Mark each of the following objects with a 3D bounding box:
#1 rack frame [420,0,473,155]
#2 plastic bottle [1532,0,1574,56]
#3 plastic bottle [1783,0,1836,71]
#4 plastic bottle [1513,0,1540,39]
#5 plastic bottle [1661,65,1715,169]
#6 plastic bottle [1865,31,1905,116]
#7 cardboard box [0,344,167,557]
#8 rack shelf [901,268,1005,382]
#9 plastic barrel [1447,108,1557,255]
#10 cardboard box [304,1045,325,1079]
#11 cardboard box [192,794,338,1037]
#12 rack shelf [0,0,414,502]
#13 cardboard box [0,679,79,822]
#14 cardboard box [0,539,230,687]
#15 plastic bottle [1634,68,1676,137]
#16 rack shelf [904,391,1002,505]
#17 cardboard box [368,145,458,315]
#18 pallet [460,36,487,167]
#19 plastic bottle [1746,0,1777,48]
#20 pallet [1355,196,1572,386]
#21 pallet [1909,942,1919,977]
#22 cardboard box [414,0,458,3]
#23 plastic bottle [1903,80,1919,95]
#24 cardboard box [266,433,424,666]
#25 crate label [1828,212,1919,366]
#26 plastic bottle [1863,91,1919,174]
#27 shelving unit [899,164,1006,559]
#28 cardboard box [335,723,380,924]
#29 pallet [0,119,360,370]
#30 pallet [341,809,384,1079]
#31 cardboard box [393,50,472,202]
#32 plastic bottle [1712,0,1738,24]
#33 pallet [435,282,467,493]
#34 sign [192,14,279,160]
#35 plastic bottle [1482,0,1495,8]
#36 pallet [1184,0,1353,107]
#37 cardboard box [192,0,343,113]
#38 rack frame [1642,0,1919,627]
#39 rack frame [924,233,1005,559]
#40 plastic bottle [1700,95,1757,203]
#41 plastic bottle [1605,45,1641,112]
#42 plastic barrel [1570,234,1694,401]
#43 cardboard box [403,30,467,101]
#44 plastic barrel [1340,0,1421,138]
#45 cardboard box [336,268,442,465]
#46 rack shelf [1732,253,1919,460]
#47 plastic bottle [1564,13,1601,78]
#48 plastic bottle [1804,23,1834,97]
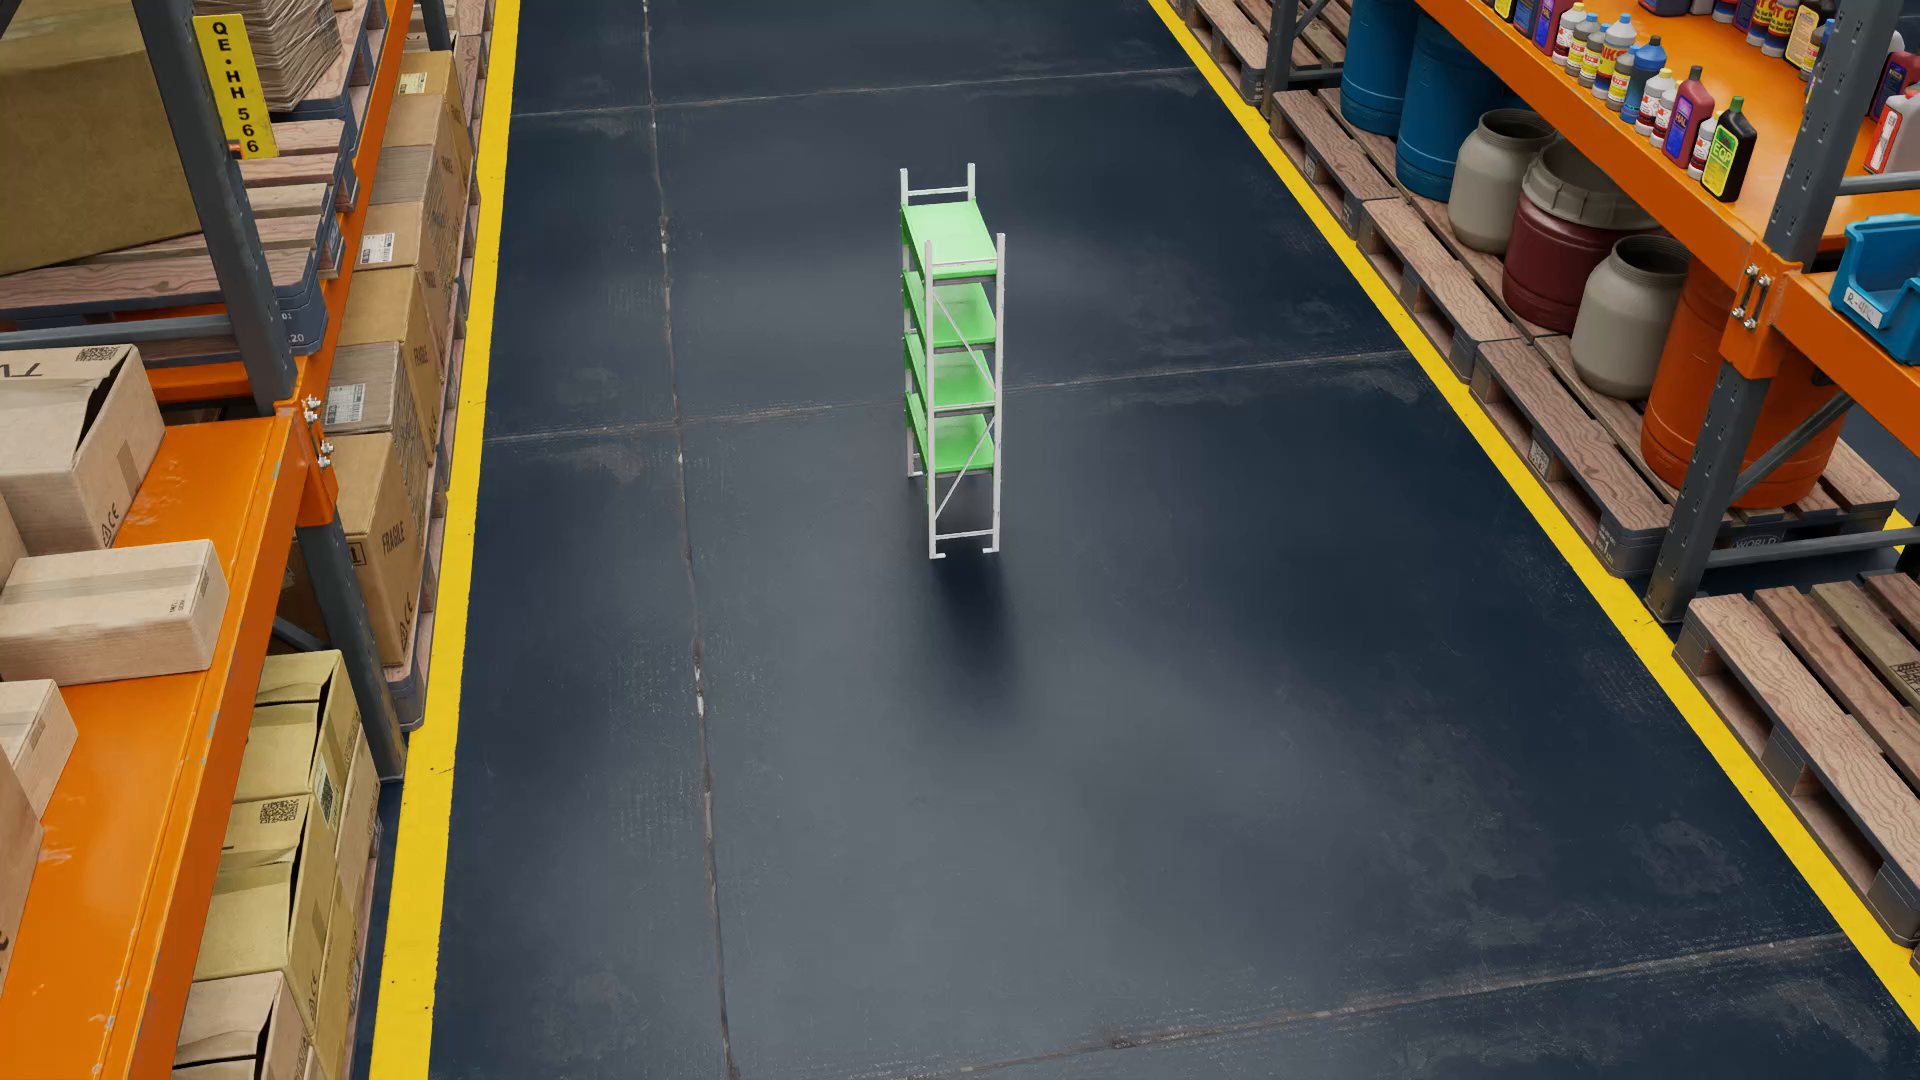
[{"bbox_3d":[-2.825,-2.881,7.014,1.000,3.000,0.127,-6,38,-8],"label":"rack frame"},{"bbox_3d":[2.063,-1.839,5.767,0.061,0.283,0.133,-6,38,-8],"label":"plastic bottle"},{"bbox_3d":[2.896,-1.751,5.653,0.061,0.283,0.133,-6,38,-8],"label":"plastic bottle"},{"bbox_3d":[2.076,-1.966,5.876,0.144,0.351,0.185,-6,38,-8],"label":"plastic bottle"},{"bbox_3d":[2.223,-1.288,5.058,0.061,0.283,0.133,-6,38,-8],"label":"plastic bottle"},{"bbox_3d":[2.915,-1.522,5.366,0.152,0.276,0.135,-6,38,-8],"label":"plastic bottle"},{"bbox_3d":[-2.103,-0.206,3.643,0.500,0.311,0.500,-4,38,-5],"label":"cardboard box"},{"bbox_3d":[-0.029,-0.713,5.403,0.258,0.148,0.480,-6,38,-8],"label":"rack shelf"},{"bbox_3d":[2.266,-1.486,6.904,0.421,0.512,0.421,0,38,0],"label":"plastic barrel"},{"bbox_3d":[-1.612,1.361,3.452,0.500,0.250,0.500,-5,38,-7],"label":"cardboard box"},{"bbox_3d":[-1.691,0.836,3.670,0.500,0.311,0.500,-7,38,-9],"label":"cardboard box"},{"bbox_3d":[-2.474,-1.389,5.680,1.077,0.370,4.000,-6,38,-8],"label":"rack shelf"},{"bbox_3d":[-1.844,0.398,2.997,0.380,0.149,0.250,-4,38,-5],"label":"cardboard box"},{"bbox_3d":[-1.694,0.147,3.320,0.380,0.149,0.250,-6,38,-8],"label":"cardboard box"},{"bbox_3d":[2.203,-1.386,5.251,0.097,0.201,0.097,0,38,0],"label":"plastic bottle"},{"bbox_3d":[-0.029,-0.334,5.697,0.258,0.148,0.480,-6,38,-8],"label":"rack shelf"},{"bbox_3d":[-2.290,-1.198,6.526,0.500,0.500,0.500,-6,38,-7],"label":"cardboard box"},{"bbox_3d":[-2.944,-2.195,8.404,1.003,0.211,1.213,-6,38,-8],"label":"pallet"},{"bbox_3d":[2.841,-1.872,5.820,0.097,0.271,0.097,0,38,0],"label":"plastic bottle"},{"bbox_3d":[2.364,-1.102,6.996,1.003,0.211,1.213,-6,38,-8],"label":"pallet"},{"bbox_3d":[3.062,1.313,3.888,1.003,0.211,1.213,-6,38,-8],"label":"pallet"},{"bbox_3d":[-3.159,-3.203,9.105,0.797,0.503,0.637,-6,38,-8],"label":"cardboard box"},{"bbox_3d":[2.986,-1.345,5.199,0.097,0.201,0.097,0,38,0],"label":"plastic bottle"},{"bbox_3d":[-1.922,0.042,4.929,0.500,0.500,0.500,-5,38,-6],"label":"cardboard box"},{"bbox_3d":[2.459,-0.635,4.259,0.303,0.233,0.416,-6,38,-8],"label":"crate label"},{"bbox_3d":[2.847,-1.227,4.985,0.152,0.276,0.135,-6,38,-8],"label":"plastic bottle"},{"bbox_3d":[-0.029,-0.574,5.511,0.258,1.200,0.503,-6,38,-8],"label":"shelving unit"},{"bbox_3d":[-1.791,0.746,4.243,0.500,0.250,0.500,-5,38,-7],"label":"cardboard box"},{"bbox_3d":[-2.311,-0.791,4.480,1.213,0.211,1.003,-6,38,-8],"label":"pallet"},{"bbox_3d":[-2.017,1.137,4.114,1.003,0.211,1.213,-6,38,-8],"label":"pallet"},{"bbox_3d":[-2.456,-1.801,7.302,0.500,0.500,0.500,-6,38,-8],"label":"cardboard box"},{"bbox_3d":[2.801,-2.012,5.999,0.097,0.271,0.097,0,38,0],"label":"plastic bottle"},{"bbox_3d":[-2.427,-0.554,6.292,1.003,0.211,1.213,-6,38,-8],"label":"pallet"},{"bbox_3d":[-1.577,-0.984,3.628,0.100,0.325,0.005,-6,38,-8],"label":"sign"},{"bbox_3d":[2.020,-2.158,6.123,0.144,0.351,0.185,-6,38,-8],"label":"plastic bottle"},{"bbox_3d":[1.886,-2.751,9.119,1.003,0.211,1.213,-6,38,-8],"label":"pallet"},{"bbox_3d":[-2.317,-1.612,4.956,0.700,0.500,0.500,0,38,1],"label":"cardboard box"},{"bbox_3d":[2.754,-0.996,4.587,1.000,3.000,0.127,-6,38,-8],"label":"rack frame"},{"bbox_3d":[0.014,-0.426,5.321,0.240,1.200,0.015,-6,38,-8],"label":"rack frame"},{"bbox_3d":[2.263,-1.148,4.878,0.061,0.283,0.133,-6,38,-8],"label":"plastic bottle"},{"bbox_3d":[2.169,-1.503,5.402,0.097,0.201,0.097,0,38,0],"label":"plastic bottle"},{"bbox_3d":[2.464,-0.804,6.026,0.421,0.512,0.421,0,38,0],"label":"plastic barrel"},{"bbox_3d":[-2.685,-2.270,8.060,0.500,0.311,0.500,-6,38,-8],"label":"cardboard box"},{"bbox_3d":[2.131,-2.419,7.786,0.600,0.901,0.708,-6,38,-8],"label":"plastic barrel"},{"bbox_3d":[-2.102,-0.577,5.726,0.500,0.500,0.500,-7,38,-9],"label":"cardboard box"},{"bbox_3d":[3.105,0.496,3.253,1.077,0.370,4.000,-6,38,-8],"label":"rack shelf"},{"bbox_3d":[2.118,-1.680,5.629,0.097,0.201,0.097,0,38,0],"label":"plastic bottle"},{"bbox_3d":[2.862,-1.587,5.453,0.097,0.271,0.097,0,38,0],"label":"plastic bottle"}]
